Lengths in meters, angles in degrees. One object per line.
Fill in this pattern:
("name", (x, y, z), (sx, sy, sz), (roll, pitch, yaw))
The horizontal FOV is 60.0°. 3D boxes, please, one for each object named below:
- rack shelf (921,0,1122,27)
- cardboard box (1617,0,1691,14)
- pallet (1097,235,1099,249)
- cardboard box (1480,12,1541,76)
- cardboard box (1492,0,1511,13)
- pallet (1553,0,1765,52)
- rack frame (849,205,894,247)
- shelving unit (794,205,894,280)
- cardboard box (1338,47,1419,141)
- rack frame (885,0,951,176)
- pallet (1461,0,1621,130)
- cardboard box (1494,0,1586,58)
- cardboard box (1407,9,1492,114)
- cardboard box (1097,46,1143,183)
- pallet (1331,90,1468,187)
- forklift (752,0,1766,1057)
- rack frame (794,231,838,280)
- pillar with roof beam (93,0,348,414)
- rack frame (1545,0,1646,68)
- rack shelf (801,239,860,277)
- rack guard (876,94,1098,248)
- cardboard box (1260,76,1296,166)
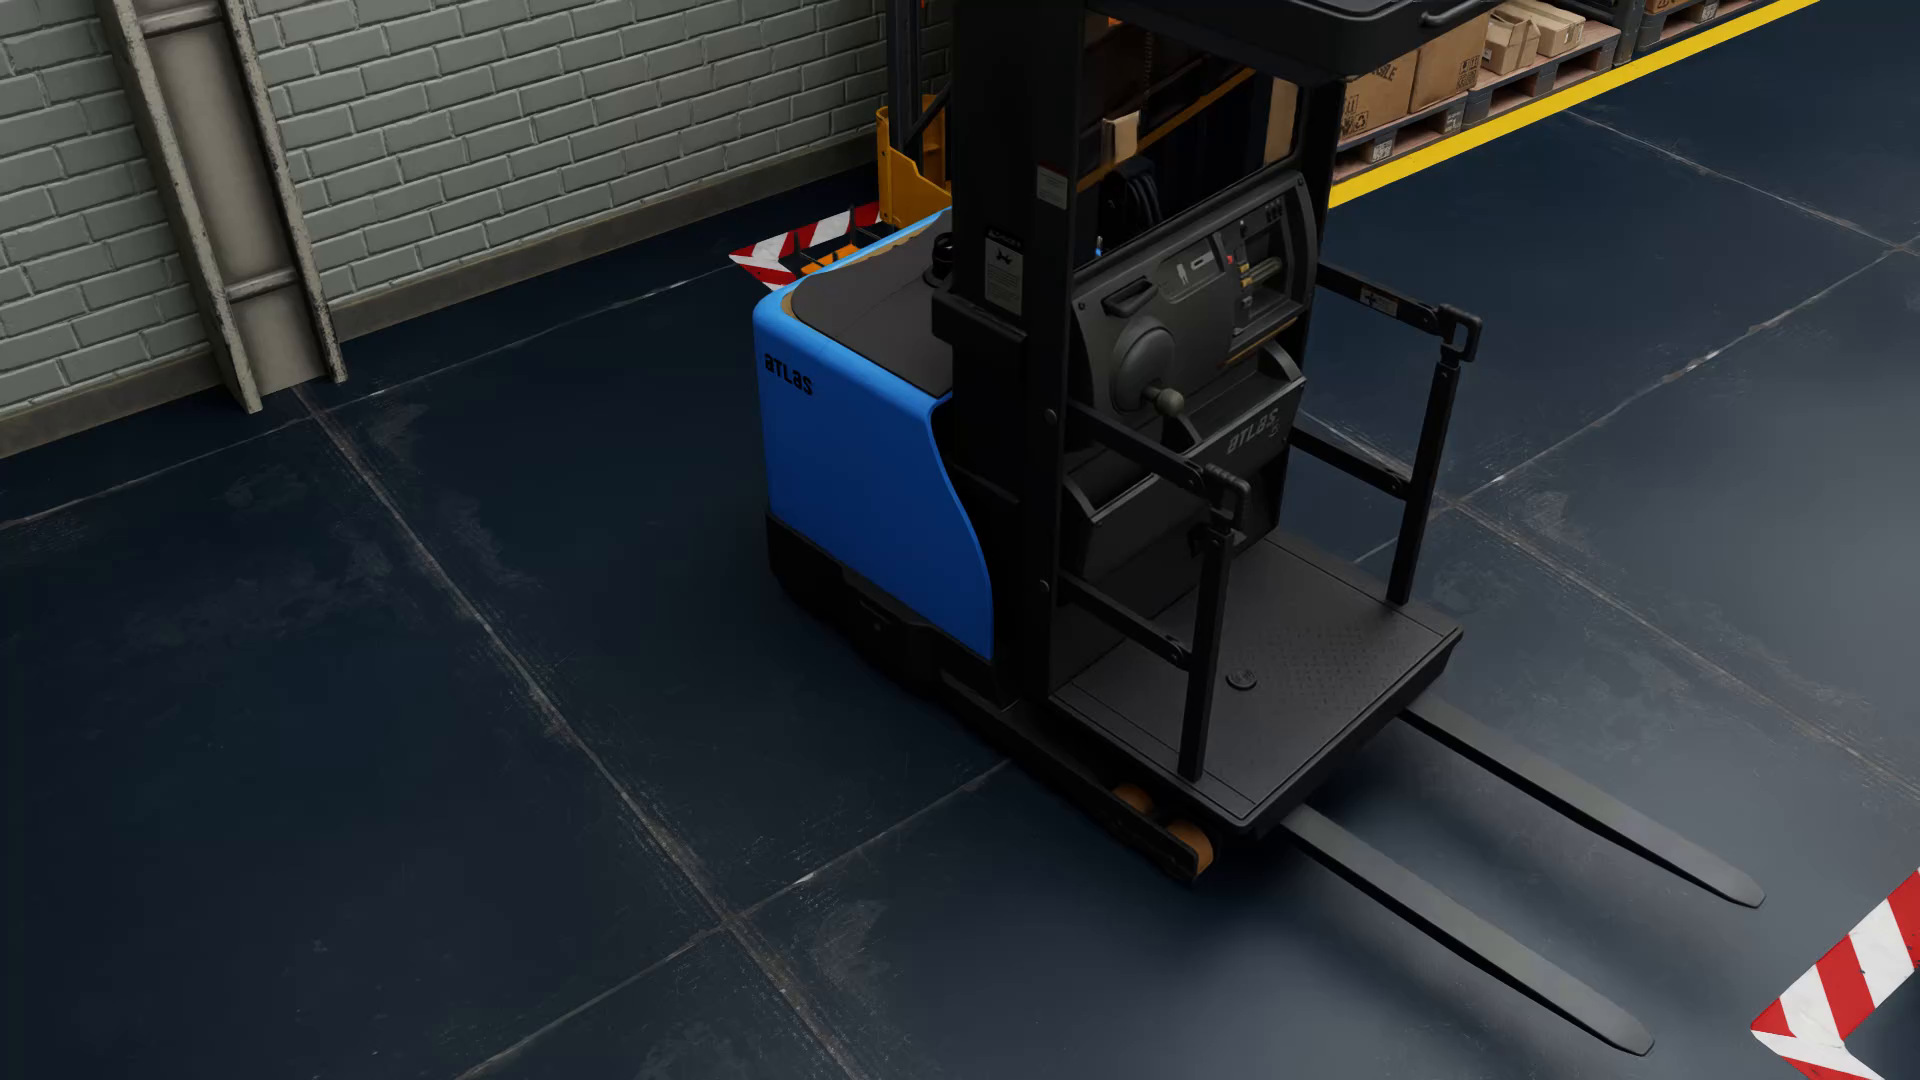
("rack shelf", (1.626, -2.876, 7.458), (4.000, 0.370, 1.077), (-26, 46, -28))
("cardboard box", (3.733, -3.197, 8.921), (0.500, 0.500, 0.500), (-24, 45, -26))
("pallet", (0.732, -1.641, 7.584), (1.213, 0.211, 1.003), (-26, 46, -28))
("cardboard box", (2.666, -2.531, 8.295), (0.258, 0.266, 0.396), (-24, 45, -27))
("cardboard box", (2.544, -2.913, 8.725), (0.500, 0.311, 0.500), (-24, 45, -27))
("pallet", (3.834, -3.182, 9.463), (1.213, 0.211, 1.003), (-26, 46, -28))
("rack frame", (-0.286, -0.643, 5.706), (0.200, 1.050, 0.008), (31, 49, 32))
("shelving unit", (-0.371, -0.587, 5.638), (0.215, 1.050, 0.252), (31, 49, 32))
("cardboard box", (1.765, -2.230, 7.744), (0.500, 0.500, 0.500), (-25, 46, -27))
("rack frame", (0.040, -2.381, 6.287), (0.127, 3.000, 1.000), (-26, 46, -28))
("pallet", (2.667, -2.584, 8.733), (1.213, 0.211, 1.003), (-26, 46, -28))
("cardboard box", (2.949, -2.624, 8.500), (0.250, 0.149, 0.380), (-27, 47, -29))
("cardboard box", (2.108, -2.478, 8.045), (0.500, 0.500, 0.700), (-28, 47, -30))
("cardboard box", (0.583, -1.767, 7.176), (0.637, 0.503, 0.797), (-28, 47, -30))
("pallet", (1.699, -2.110, 8.155), (1.213, 0.211, 1.003), (-26, 46, -28))
("forklift", (0.768, -0.569, 4.133), (3.031, 2.935, 1.130), (32, 49, 33))
("rack frame", (-0.455, -0.531, 5.570), (0.200, 1.050, 0.008), (31, 49, 32))
("pillar with roof beam", (-0.024, -1.947, 1.028), (0.400, 9.000, 9.100), (-26, 46, -28))
("rack frame", (3.212, -3.927, 8.172), (0.127, 3.000, 1.000), (-26, 46, -28))
("rack shelf", (-0.371, -0.798, 5.465), (0.215, 0.259, 0.240), (31, 49, 32))
("rack guard", (0.101, -1.444, 7.116), (0.348, 0.500, 1.175), (-26, 46, -28))
("cardboard box", (1.284, -2.076, 7.556), (0.500, 0.500, 0.700), (-24, 45, -26))
